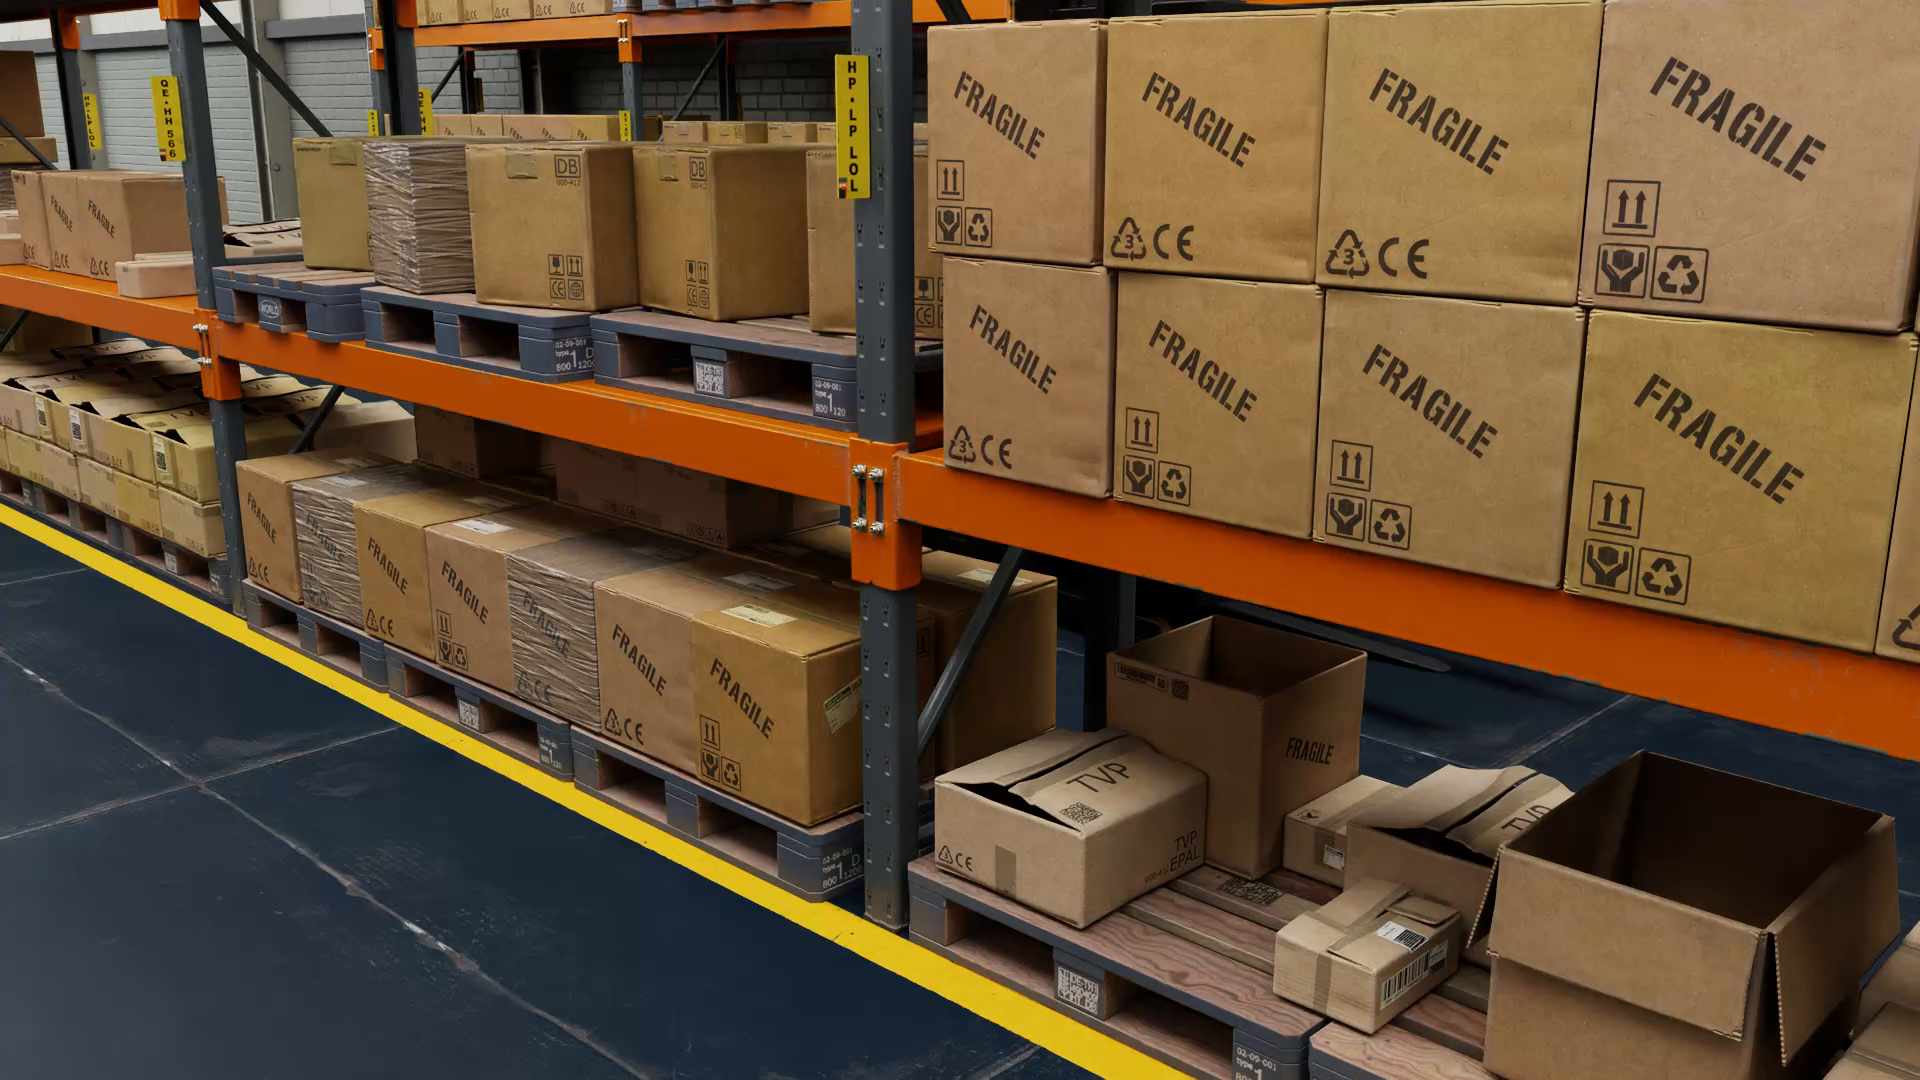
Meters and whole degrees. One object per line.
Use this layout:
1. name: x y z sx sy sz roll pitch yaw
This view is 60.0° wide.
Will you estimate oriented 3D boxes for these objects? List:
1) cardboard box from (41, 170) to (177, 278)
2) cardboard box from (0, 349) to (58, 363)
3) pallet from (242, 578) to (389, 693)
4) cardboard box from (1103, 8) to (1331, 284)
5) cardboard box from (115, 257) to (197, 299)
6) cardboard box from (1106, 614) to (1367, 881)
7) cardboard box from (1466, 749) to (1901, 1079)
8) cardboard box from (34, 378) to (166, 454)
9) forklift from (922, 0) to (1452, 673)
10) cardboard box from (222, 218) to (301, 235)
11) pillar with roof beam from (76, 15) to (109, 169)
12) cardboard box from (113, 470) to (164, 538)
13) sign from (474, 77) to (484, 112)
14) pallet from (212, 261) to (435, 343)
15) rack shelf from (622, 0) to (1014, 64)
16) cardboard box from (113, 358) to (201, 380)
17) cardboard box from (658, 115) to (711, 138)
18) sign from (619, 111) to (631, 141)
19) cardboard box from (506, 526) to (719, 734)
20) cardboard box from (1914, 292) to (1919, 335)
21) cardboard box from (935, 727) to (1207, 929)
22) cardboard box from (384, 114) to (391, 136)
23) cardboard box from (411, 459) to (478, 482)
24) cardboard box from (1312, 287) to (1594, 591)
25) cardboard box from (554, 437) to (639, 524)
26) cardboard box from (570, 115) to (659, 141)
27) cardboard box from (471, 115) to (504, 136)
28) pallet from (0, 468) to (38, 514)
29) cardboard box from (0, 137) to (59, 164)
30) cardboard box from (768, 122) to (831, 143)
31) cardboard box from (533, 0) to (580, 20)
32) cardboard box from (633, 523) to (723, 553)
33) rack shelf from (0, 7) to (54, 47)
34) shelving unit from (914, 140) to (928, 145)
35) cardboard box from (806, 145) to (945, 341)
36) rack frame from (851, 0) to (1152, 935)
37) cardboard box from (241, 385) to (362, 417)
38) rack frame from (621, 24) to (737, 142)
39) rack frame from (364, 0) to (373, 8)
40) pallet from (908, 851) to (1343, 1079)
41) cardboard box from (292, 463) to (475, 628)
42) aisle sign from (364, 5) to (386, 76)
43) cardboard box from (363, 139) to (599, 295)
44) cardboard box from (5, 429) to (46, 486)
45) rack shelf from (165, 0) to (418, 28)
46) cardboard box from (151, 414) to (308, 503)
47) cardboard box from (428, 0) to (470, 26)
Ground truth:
1. cardboard box: -4.346 -1.637 8.568 0.500 0.500 0.500 14 20 42
2. cardboard box: -5.502 -0.932 9.570 0.500 0.311 0.500 14 20 42
3. pallet: -2.236 0.281 6.935 1.213 0.211 1.003 14 20 42
4. cardboard box: 0.648 -0.814 3.427 0.500 0.500 0.500 13 19 40
5. cardboard box: -3.587 -1.192 7.554 0.250 0.149 0.380 14 20 42
6. cardboard box: 0.739 0.539 4.499 0.500 0.500 0.500 14 20 42
7. cardboard box: 1.488 0.817 3.425 0.637 0.503 0.797 14 20 42
8. cardboard box: -4.395 -0.664 8.538 0.500 0.311 0.500 -14 20 -43
9. forklift: 0.984 -1.093 6.813 1.130 2.935 3.031 -12 19 -38
10. cardboard box: -3.257 -1.354 7.858 0.500 0.311 0.500 13 20 42
11. pillar with roof beam: -15.593 -7.762 20.375 0.400 9.000 9.100 14 20 42
12. cardboard box: -3.669 -0.216 7.932 0.500 0.250 0.500 13 20 42
13. sign: -4.671 -4.316 16.125 0.005 0.325 0.100 14 20 42
14. pallet: -2.211 -1.007 6.729 1.003 0.211 1.213 14 20 42
15. rack shelf: -0.751 -3.559 11.620 4.000 0.370 1.077 14 20 42
16. cardboard box: -4.400 -0.853 9.266 0.500 0.311 0.500 14 20 42
17. cardboard box: -2.385 -3.226 13.634 0.500 0.500 0.500 13 19 41
18. sign: -2.562 -3.125 12.759 0.005 0.325 0.100 14 20 42
19. cardboard box: -1.133 0.281 5.491 0.500 0.500 0.500 14 20 43
20. cardboard box: 1.760 -0.544 2.390 0.500 0.500 0.500 -14 20 -43
21. cardboard box: 0.284 0.695 4.275 0.500 0.311 0.500 14 20 42
22. cardboard box: -4.936 -3.668 15.330 0.500 0.500 0.500 14 20 42
23. cardboard box: -1.911 -0.088 6.906 0.500 0.500 0.500 -14 20 -42
24. cardboard box: 1.039 -0.239 3.200 0.500 0.500 0.500 14 20 42
25. cardboard box: -1.128 -0.264 6.092 0.500 0.250 0.500 13 20 41
26. cardboard box: -2.746 -3.132 13.275 0.500 0.500 0.500 14 20 42
27. cardboard box: -3.839 -3.400 14.301 0.500 0.500 0.500 -14 20 -42
28. pallet: -5.069 -0.435 9.682 1.213 0.211 1.003 14 20 42
29. cardboard box: -5.686 -2.350 10.019 0.250 0.149 0.380 14 20 42
30. cardboard box: -0.956 -2.763 12.016 0.700 0.500 0.500 -11 18 -37
31. cardboard box: -3.082 -4.450 13.373 0.500 0.500 0.500 12 19 38
32. cardboard box: -0.793 0.182 5.870 0.500 0.500 0.500 14 20 43
33. rack shelf: -7.067 -3.359 10.854 4.000 0.370 1.077 14 20 42
34. shelving unit: -0.068 -1.053 8.310 0.431 2.100 0.503 -12 19 -38
35. cardboard box: -0.054 -0.881 4.833 0.500 0.500 0.700 7 16 24
36. rack frame: 0.132 -0.506 4.424 0.127 3.000 1.000 14 20 42
37. cardboard box: -3.305 -0.585 8.237 0.500 0.311 0.500 13 19 41
38. rack frame: -2.191 -2.806 13.251 0.127 3.000 1.000 14 20 42
39. rack frame: -5.071 -6.409 15.181 0.127 3.000 1.000 14 20 42
40. pallet: 0.626 0.964 4.314 1.213 0.211 1.003 14 20 42
41. cardboard box: -2.237 0.013 6.518 0.500 0.500 0.500 13 19 40
42. aisle sign: -5.331 -4.722 15.449 0.004 0.787 0.394 14 20 42
43. cardboard box: -1.690 -1.173 5.954 0.700 0.500 0.500 -10 18 -34
44. cardboard box: -4.767 -0.483 8.958 0.500 0.250 0.500 13 19 41
45. rack shelf: -1.308 -1.959 5.480 4.000 0.370 1.077 14 20 42
46. cardboard box: -3.295 -0.397 7.514 0.500 0.311 0.500 -14 20 -43
47. cardboard box: -4.265 -4.721 14.414 0.500 0.500 0.500 -13 20 -42
